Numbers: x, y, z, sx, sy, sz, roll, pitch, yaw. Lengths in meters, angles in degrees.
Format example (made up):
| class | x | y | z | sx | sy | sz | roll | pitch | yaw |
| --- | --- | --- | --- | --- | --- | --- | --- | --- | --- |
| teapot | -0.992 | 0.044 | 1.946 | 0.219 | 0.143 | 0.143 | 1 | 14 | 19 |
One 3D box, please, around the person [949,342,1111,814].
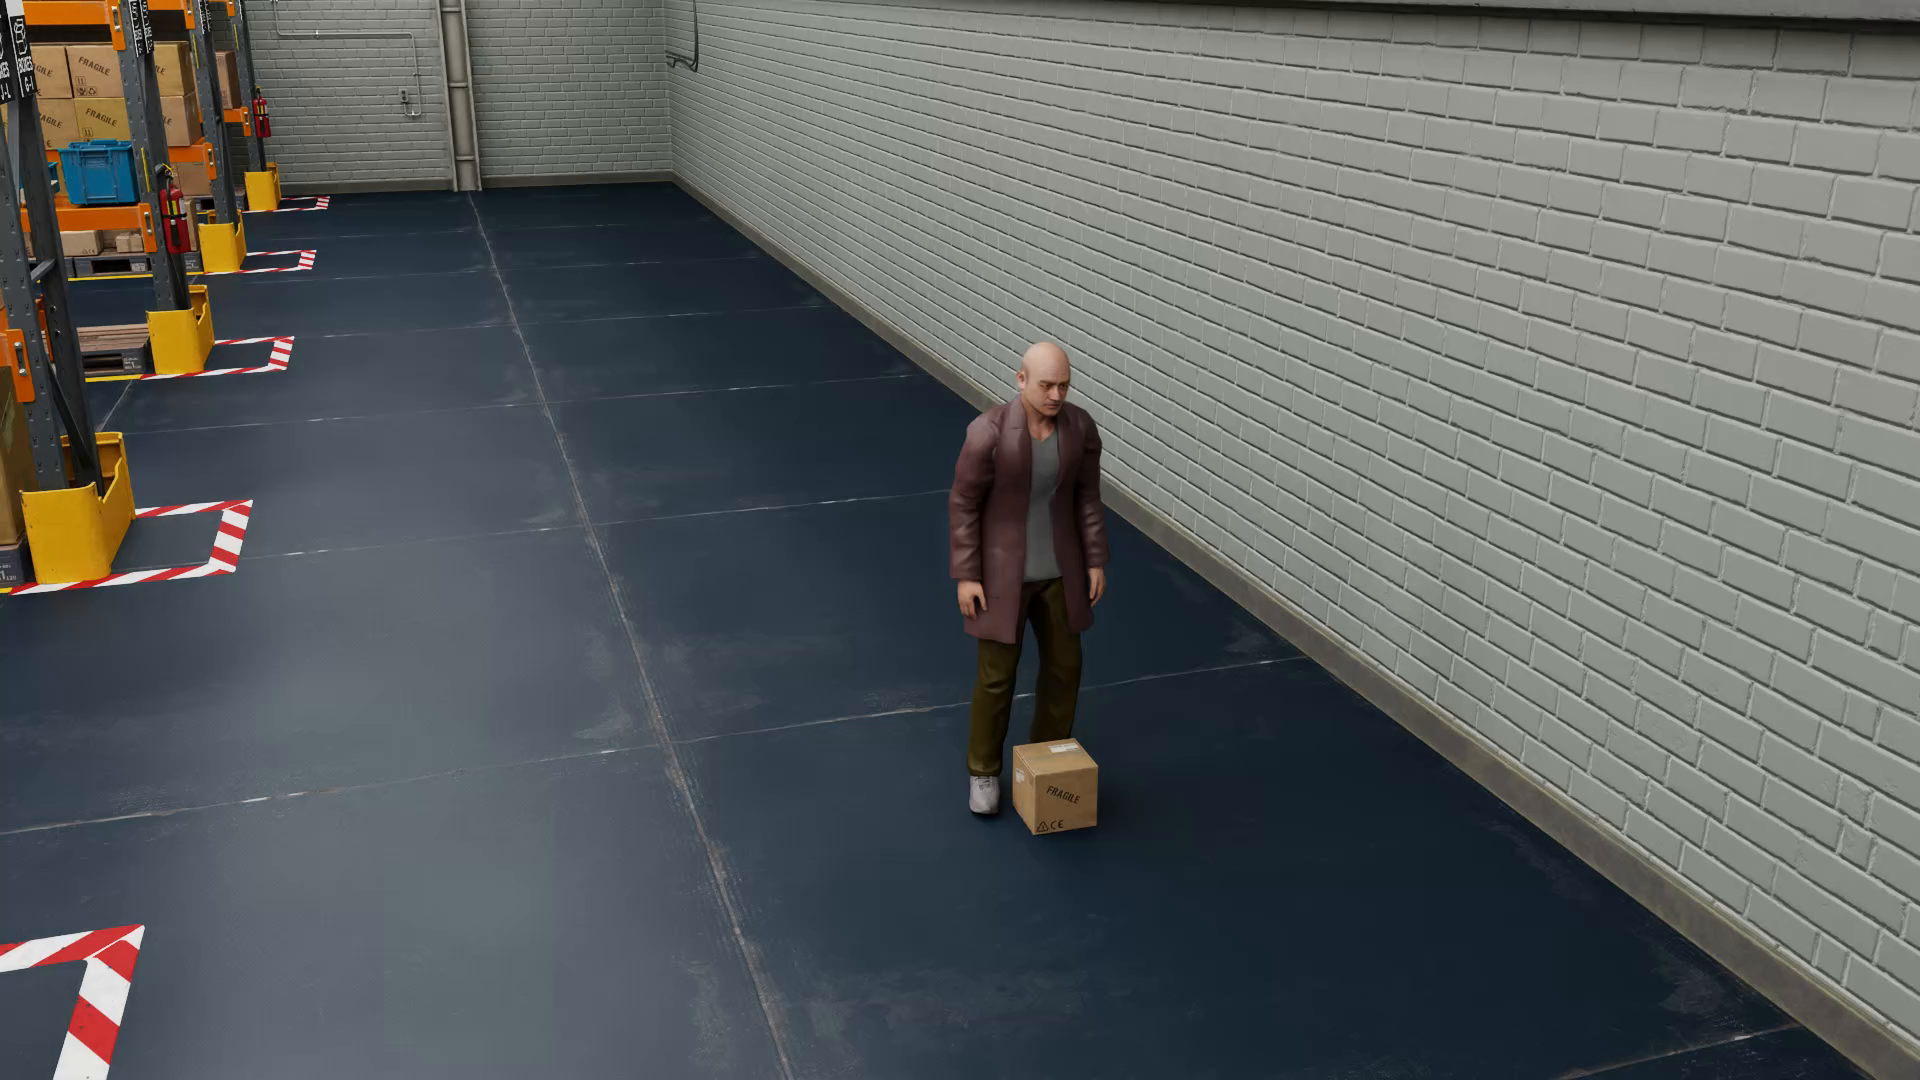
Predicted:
| class | x | y | z | sx | sy | sz | roll | pitch | yaw |
| --- | --- | --- | --- | --- | --- | --- | --- | --- | --- |
| person | 0.267 | 0.127 | 6.220 | 0.647 | 1.773 | 0.427 | -7 | 20 | -20 |
